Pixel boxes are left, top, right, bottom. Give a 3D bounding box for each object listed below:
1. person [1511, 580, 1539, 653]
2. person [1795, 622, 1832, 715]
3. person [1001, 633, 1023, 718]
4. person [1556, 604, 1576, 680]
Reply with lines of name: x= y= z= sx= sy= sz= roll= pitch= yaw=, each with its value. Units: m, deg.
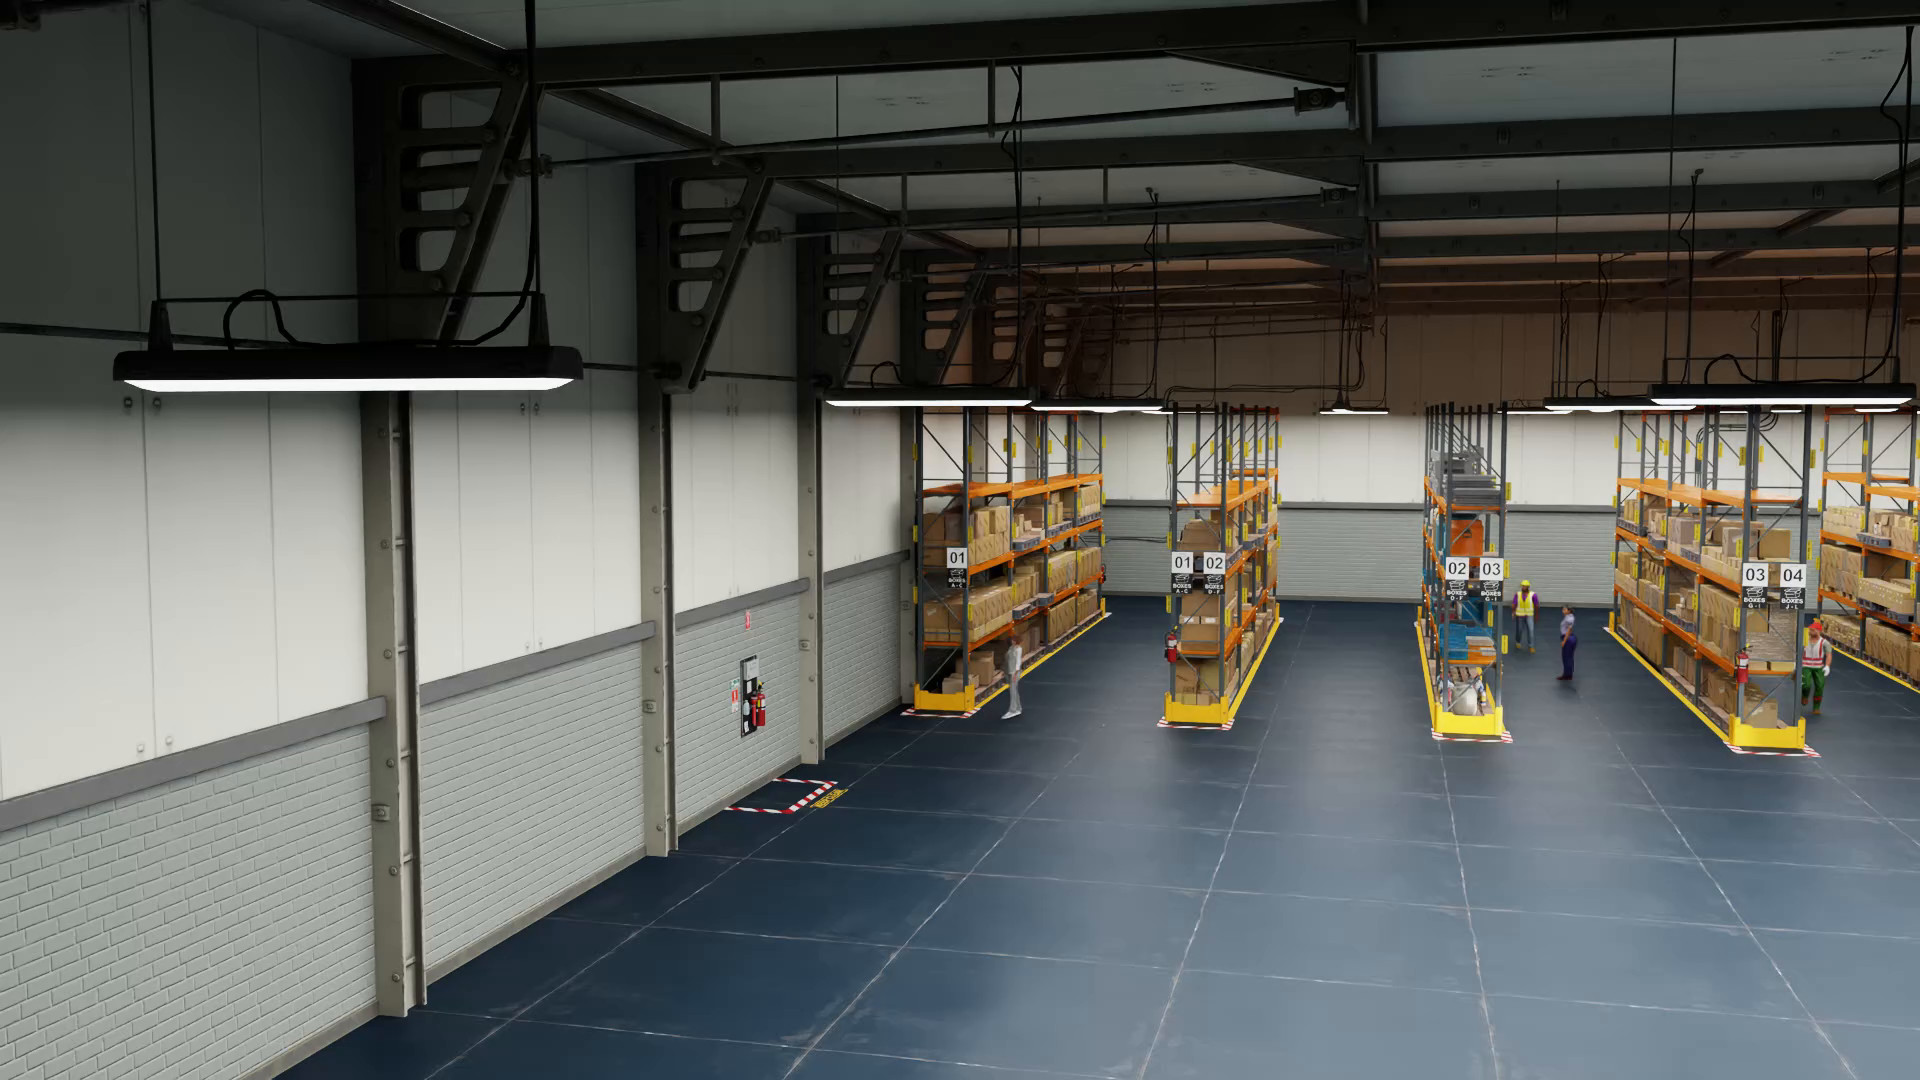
person: x=13.789 y=1.846 z=40.587 sx=0.663 sy=1.726 sz=0.982 roll=0 pitch=4 yaw=2
person: x=16.476 y=2.467 z=32.133 sx=0.607 sy=1.762 sz=0.677 roll=1 pitch=4 yaw=11
person: x=0.983 y=2.586 z=31.789 sx=0.502 sy=1.608 sz=0.435 roll=-2 pitch=5 yaw=-28
person: x=13.196 y=2.224 z=36.170 sx=0.387 sy=1.659 sz=0.488 roll=2 pitch=5 yaw=20
